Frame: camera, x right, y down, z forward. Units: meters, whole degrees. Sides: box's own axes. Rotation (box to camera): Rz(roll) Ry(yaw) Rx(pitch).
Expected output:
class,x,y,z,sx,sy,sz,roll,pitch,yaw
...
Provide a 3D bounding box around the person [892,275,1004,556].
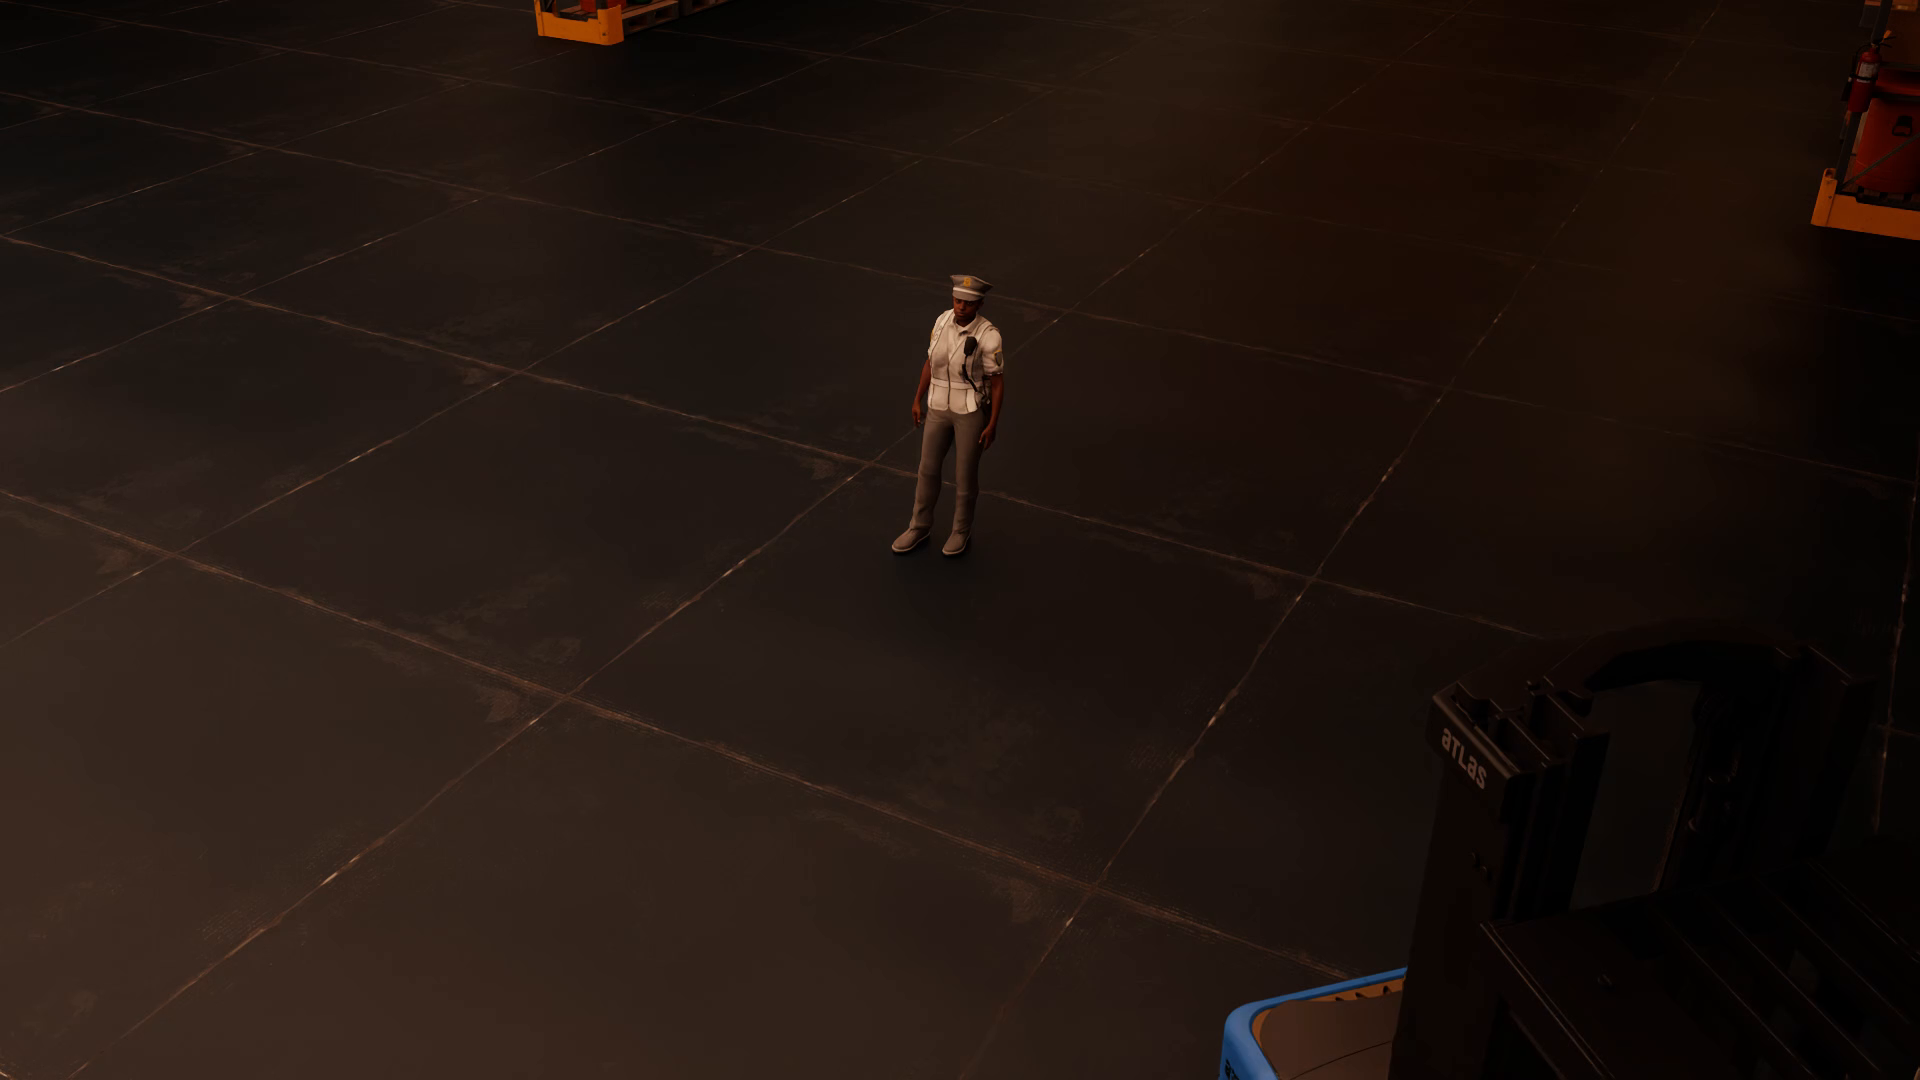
class,x,y,z,sx,sy,sz,roll,pitch,yaw
person,-0.054,-0.711,9.528,0.569,1.692,0.530,15,33,25

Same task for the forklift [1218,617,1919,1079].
class,x,y,z,sx,sy,sz,roll,pitch,yaw
forklift,1.728,1.786,3.977,1.130,2.935,3.031,-8,31,-14
